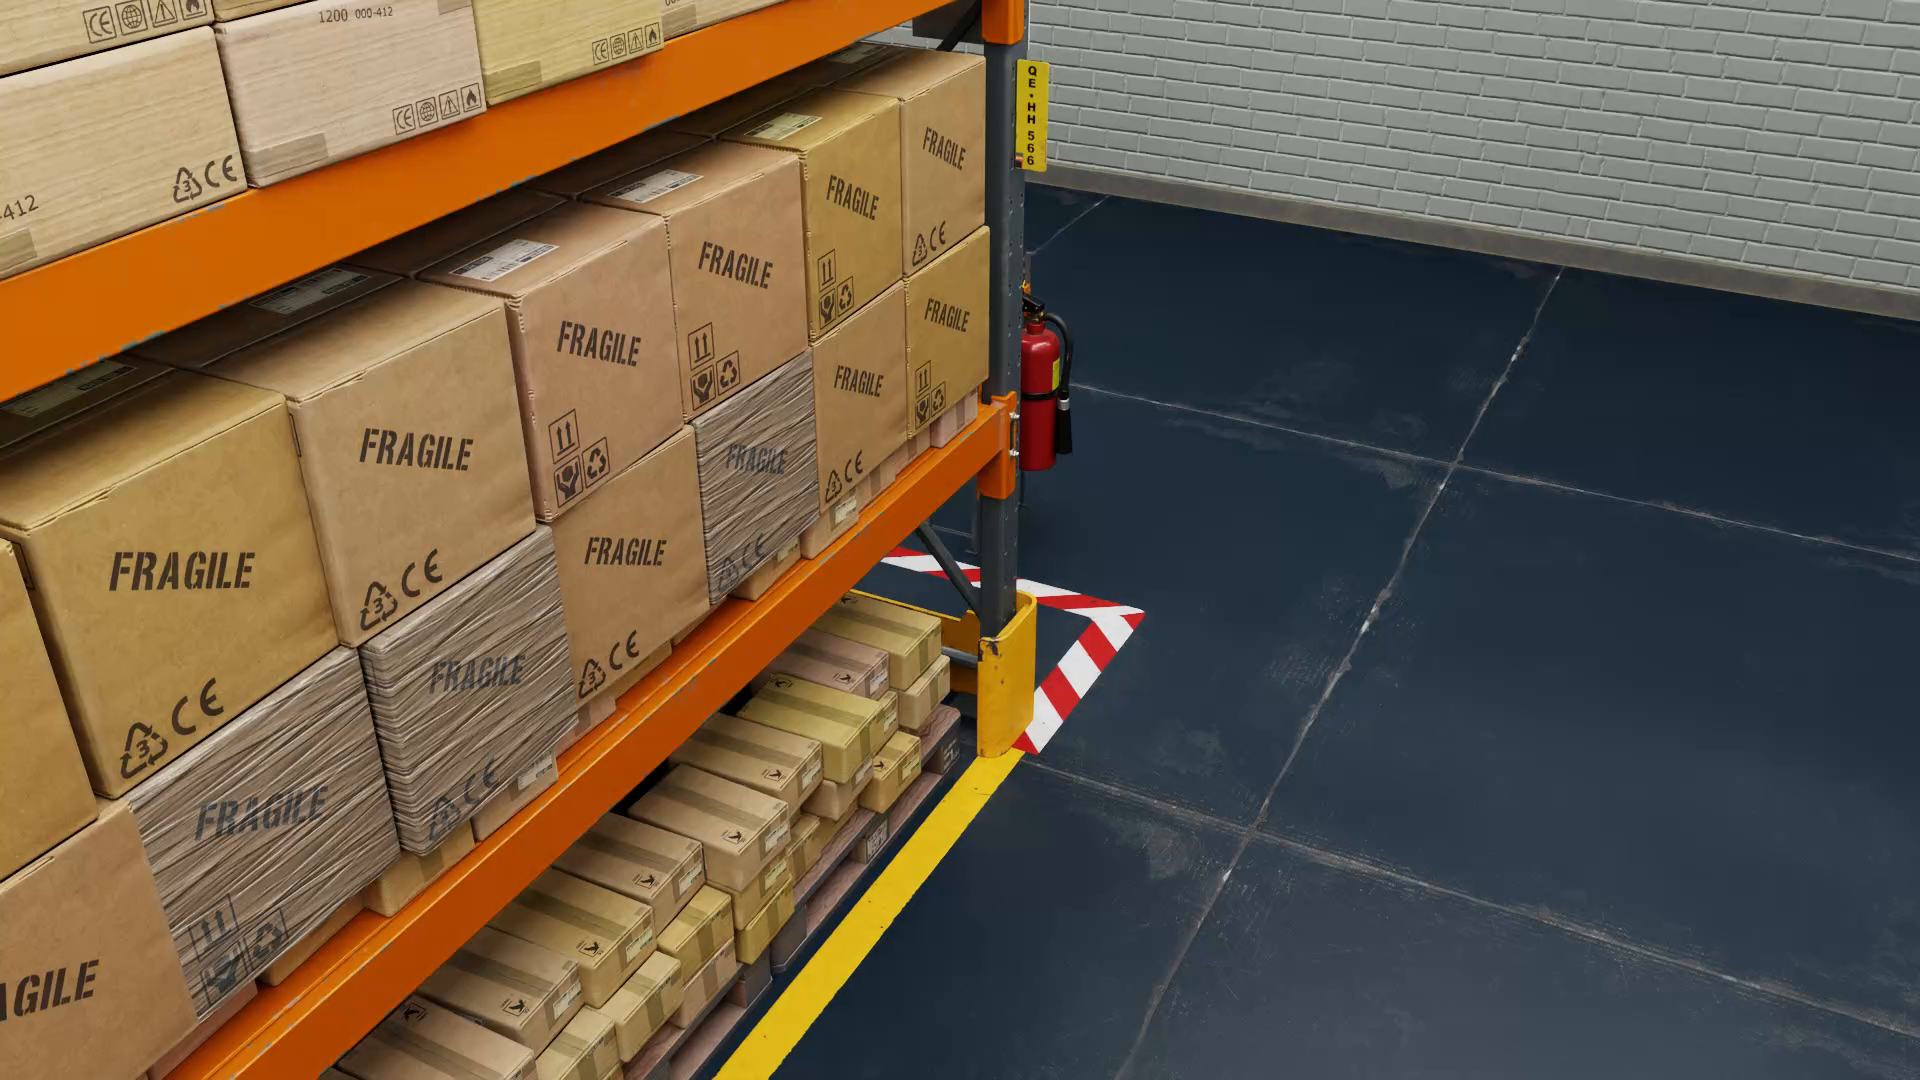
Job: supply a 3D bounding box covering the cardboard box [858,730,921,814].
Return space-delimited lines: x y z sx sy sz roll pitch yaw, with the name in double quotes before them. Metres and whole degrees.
"cardboard box" -0.352 0.714 5.435 0.380 0.149 0.250 15 33 25

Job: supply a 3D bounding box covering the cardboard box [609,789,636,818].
"cardboard box" -1.195 0.807 4.975 0.380 0.149 0.250 13 32 21

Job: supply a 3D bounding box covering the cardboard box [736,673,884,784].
"cardboard box" -0.457 0.573 5.084 0.380 0.149 0.250 14 33 22

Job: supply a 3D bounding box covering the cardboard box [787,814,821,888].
"cardboard box" -0.650 0.924 5.070 0.380 0.149 0.250 15 33 24

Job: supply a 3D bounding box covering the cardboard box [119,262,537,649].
"cardboard box" -1.191 -0.185 3.157 0.500 0.500 0.500 15 33 24

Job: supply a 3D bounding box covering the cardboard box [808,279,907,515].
"cardboard box" -0.485 -0.445 4.614 0.500 0.500 0.500 14 33 22

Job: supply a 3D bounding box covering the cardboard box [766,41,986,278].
"cardboard box" -0.258 -1.104 4.758 0.500 0.500 0.500 14 33 22

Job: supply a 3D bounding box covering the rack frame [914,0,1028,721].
"rack frame" -0.271 -0.758 5.557 1.000 3.000 0.127 14 33 23

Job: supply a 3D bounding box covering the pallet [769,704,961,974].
"pallet" -0.707 0.837 5.580 1.003 0.211 1.213 14 33 23

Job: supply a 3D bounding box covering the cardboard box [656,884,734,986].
"cardboard box" -0.850 1.039 4.571 0.380 0.149 0.250 16 34 26

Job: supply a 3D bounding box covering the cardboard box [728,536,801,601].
"cardboard box" -0.657 0.005 4.482 0.380 0.149 0.250 13 32 21

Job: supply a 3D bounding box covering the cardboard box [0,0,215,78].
"cardboard box" -1.429 -0.816 2.295 0.500 0.250 0.500 14 33 23

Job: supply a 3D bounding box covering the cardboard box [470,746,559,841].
"cardboard box" -1.116 0.478 3.657 0.380 0.149 0.250 16 33 25

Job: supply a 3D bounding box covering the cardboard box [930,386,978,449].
"cardboard box" -0.167 -0.440 5.257 0.380 0.149 0.250 14 33 23

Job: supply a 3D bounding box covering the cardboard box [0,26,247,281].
"cardboard box" -1.427 -0.590 2.403 0.500 0.250 0.500 14 33 23

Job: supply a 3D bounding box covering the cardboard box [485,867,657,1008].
"cardboard box" -1.017 1.019 4.307 0.380 0.149 0.250 14 33 24

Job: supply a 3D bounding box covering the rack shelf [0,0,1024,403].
"rack shelf" -1.182 -0.860 3.446 1.077 0.370 4.000 14 33 23

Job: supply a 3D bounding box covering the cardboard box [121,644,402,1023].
"cardboard box" -1.424 0.460 3.038 0.500 0.500 0.500 14 33 23

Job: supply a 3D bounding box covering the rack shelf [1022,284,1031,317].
"rack shelf" 0.075 -0.934 6.883 0.258 0.148 0.480 14 33 23

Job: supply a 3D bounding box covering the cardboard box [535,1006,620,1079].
"cardboard box" -1.085 1.271 4.167 0.380 0.149 0.250 14 33 23

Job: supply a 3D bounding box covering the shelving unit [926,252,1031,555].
"shelving unit" 0.075 -0.594 7.079 0.258 1.200 0.503 14 33 23

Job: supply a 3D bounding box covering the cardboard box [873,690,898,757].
"cardboard box" -0.424 0.570 5.388 0.380 0.149 0.250 14 33 22

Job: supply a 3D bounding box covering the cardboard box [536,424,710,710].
"cardboard box" -0.944 0.000 3.838 0.500 0.500 0.500 16 34 26

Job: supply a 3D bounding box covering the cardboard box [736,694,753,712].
"cardboard box" -0.841 0.591 5.650 0.380 0.149 0.250 14 33 23

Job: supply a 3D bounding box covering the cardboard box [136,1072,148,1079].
"cardboard box" -1.621 0.942 2.850 0.380 0.149 0.250 15 33 25

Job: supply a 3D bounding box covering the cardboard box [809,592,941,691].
"cardboard box" -0.286 0.331 5.506 0.380 0.149 0.250 15 33 24

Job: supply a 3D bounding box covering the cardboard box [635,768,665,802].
"cardboard box" -1.162 0.791 5.302 0.380 0.149 0.250 15 33 24

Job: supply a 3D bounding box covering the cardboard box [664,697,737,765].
"cardboard box" -0.945 0.579 5.373 0.380 0.149 0.250 15 33 24

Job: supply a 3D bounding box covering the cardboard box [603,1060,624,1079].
"cardboard box" -1.086 1.397 4.247 0.380 0.149 0.250 13 32 22

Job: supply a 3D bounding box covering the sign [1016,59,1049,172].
"sign" 0.214 -1.262 4.956 0.100 0.325 0.005 14 33 23

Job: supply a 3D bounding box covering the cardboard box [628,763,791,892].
"cardboard box" -0.704 0.805 4.680 0.380 0.149 0.250 16 33 25

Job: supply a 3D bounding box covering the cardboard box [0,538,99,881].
"cardboard box" -1.670 0.265 2.374 0.500 0.500 0.500 15 33 24

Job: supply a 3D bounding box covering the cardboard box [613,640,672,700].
"cardboard box" -0.939 0.232 4.086 0.380 0.149 0.250 15 33 24

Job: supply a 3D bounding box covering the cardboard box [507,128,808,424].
"cardboard box" -0.717 -0.647 3.962 0.500 0.500 0.500 16 34 26

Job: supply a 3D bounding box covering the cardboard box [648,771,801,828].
"cardboard box" -0.706 0.793 5.000 0.380 0.149 0.250 14 33 23

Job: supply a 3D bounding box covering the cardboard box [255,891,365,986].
"cardboard box" -1.417 0.693 3.284 0.380 0.149 0.250 13 32 21

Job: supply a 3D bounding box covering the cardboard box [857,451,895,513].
"cardboard box" -0.415 -0.224 4.880 0.380 0.149 0.250 14 33 23

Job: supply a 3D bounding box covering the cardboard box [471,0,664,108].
"cardboard box" -0.931 -1.047 3.199 0.500 0.250 0.500 16 33 25

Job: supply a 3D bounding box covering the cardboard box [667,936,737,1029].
"cardboard box" -0.852 1.168 4.645 0.380 0.149 0.250 15 33 24

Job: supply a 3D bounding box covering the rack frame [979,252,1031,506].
"rack frame" 0.187 -0.702 7.267 0.240 1.200 0.015 14 33 23

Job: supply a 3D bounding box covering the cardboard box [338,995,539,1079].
"cardboard box" -1.215 1.259 3.889 0.380 0.149 0.250 15 33 24

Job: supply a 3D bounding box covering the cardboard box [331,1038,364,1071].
"cardboard box" -1.713 1.277 4.156 0.380 0.149 0.250 15 33 24
